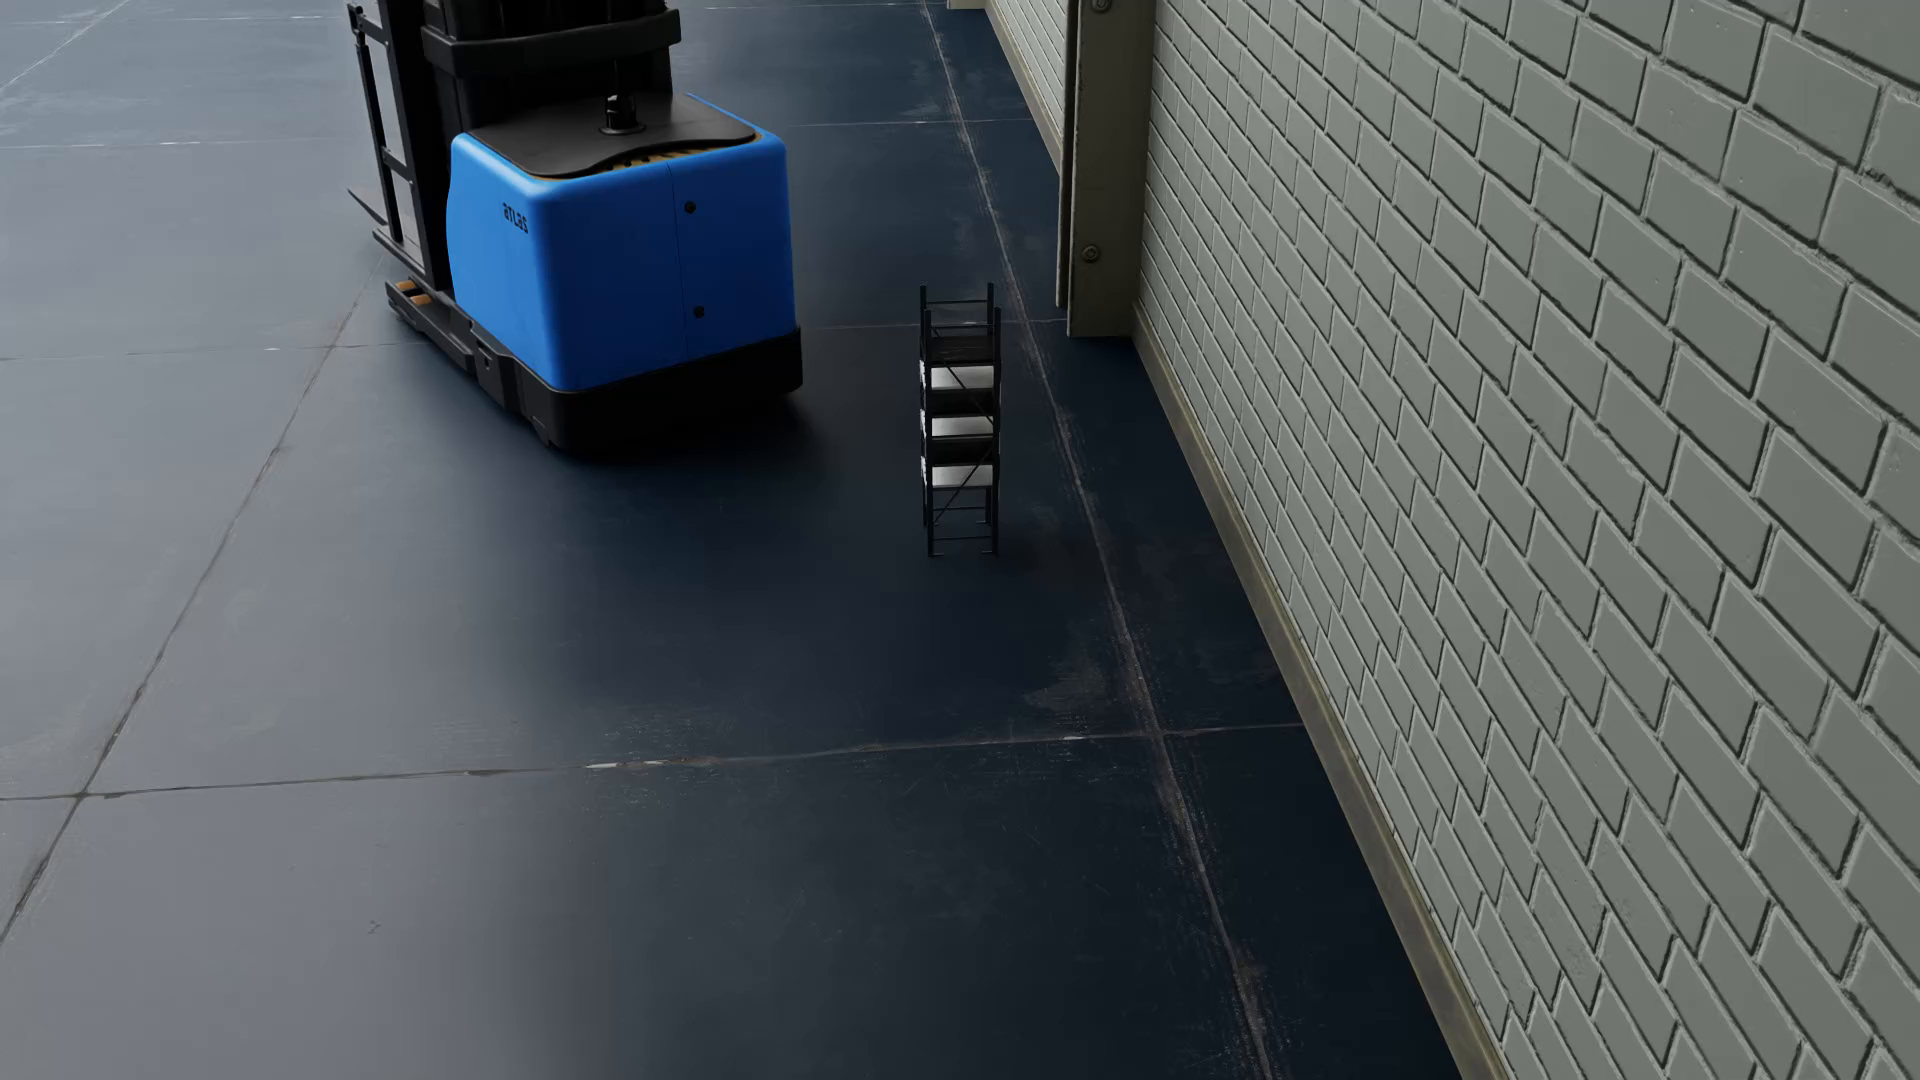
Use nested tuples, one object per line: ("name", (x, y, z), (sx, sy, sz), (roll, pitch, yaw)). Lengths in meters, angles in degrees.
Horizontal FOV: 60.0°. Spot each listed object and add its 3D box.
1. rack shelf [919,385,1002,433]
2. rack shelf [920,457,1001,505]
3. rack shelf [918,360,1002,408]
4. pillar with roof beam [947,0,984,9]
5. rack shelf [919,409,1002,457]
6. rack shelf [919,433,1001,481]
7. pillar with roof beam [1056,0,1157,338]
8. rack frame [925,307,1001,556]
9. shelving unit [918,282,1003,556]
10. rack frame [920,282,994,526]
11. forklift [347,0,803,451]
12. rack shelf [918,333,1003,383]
("rack shelf", (-0.001, -0.439, 5.497), (0.258, 0.077, 0.200), (-3, 31, -5))
("rack shelf", (-0.001, -0.207, 5.636), (0.258, 0.077, 0.200), (-3, 31, -5))
("rack shelf", (-0.001, -0.516, 5.451), (0.258, 0.077, 0.200), (-3, 31, -5))
("pillar with roof beam", (-4.239, -7.709, 9.880), (9.100, 9.000, 0.400), (-3, 31, -5))
("rack shelf", (-0.001, -0.362, 5.543), (0.258, 0.077, 0.200), (-3, 31, -5))
("rack shelf", (-0.001, -0.285, 5.589), (0.258, 0.077, 0.200), (-3, 31, -5))
("pillar with roof beam", (-3.679, -4.645, 4.752), (9.100, 9.000, 0.400), (-3, 31, -5))
("rack frame", (0.009, -0.339, 5.439), (0.240, 0.900, 0.006), (-3, 31, -5))
("shelving unit", (-0.001, -0.390, 5.526), (0.258, 0.900, 0.210), (-3, 31, -5))
("rack frame", (-0.010, -0.442, 5.613), (0.240, 0.900, 0.006), (-3, 31, -5))
("forklift", (-1.891, -2.292, 6.729), (1.130, 2.935, 3.031), (-20, 36, -30))
("rack shelf", (-0.001, -0.594, 5.405), (0.258, 0.077, 0.200), (-3, 31, -5))
